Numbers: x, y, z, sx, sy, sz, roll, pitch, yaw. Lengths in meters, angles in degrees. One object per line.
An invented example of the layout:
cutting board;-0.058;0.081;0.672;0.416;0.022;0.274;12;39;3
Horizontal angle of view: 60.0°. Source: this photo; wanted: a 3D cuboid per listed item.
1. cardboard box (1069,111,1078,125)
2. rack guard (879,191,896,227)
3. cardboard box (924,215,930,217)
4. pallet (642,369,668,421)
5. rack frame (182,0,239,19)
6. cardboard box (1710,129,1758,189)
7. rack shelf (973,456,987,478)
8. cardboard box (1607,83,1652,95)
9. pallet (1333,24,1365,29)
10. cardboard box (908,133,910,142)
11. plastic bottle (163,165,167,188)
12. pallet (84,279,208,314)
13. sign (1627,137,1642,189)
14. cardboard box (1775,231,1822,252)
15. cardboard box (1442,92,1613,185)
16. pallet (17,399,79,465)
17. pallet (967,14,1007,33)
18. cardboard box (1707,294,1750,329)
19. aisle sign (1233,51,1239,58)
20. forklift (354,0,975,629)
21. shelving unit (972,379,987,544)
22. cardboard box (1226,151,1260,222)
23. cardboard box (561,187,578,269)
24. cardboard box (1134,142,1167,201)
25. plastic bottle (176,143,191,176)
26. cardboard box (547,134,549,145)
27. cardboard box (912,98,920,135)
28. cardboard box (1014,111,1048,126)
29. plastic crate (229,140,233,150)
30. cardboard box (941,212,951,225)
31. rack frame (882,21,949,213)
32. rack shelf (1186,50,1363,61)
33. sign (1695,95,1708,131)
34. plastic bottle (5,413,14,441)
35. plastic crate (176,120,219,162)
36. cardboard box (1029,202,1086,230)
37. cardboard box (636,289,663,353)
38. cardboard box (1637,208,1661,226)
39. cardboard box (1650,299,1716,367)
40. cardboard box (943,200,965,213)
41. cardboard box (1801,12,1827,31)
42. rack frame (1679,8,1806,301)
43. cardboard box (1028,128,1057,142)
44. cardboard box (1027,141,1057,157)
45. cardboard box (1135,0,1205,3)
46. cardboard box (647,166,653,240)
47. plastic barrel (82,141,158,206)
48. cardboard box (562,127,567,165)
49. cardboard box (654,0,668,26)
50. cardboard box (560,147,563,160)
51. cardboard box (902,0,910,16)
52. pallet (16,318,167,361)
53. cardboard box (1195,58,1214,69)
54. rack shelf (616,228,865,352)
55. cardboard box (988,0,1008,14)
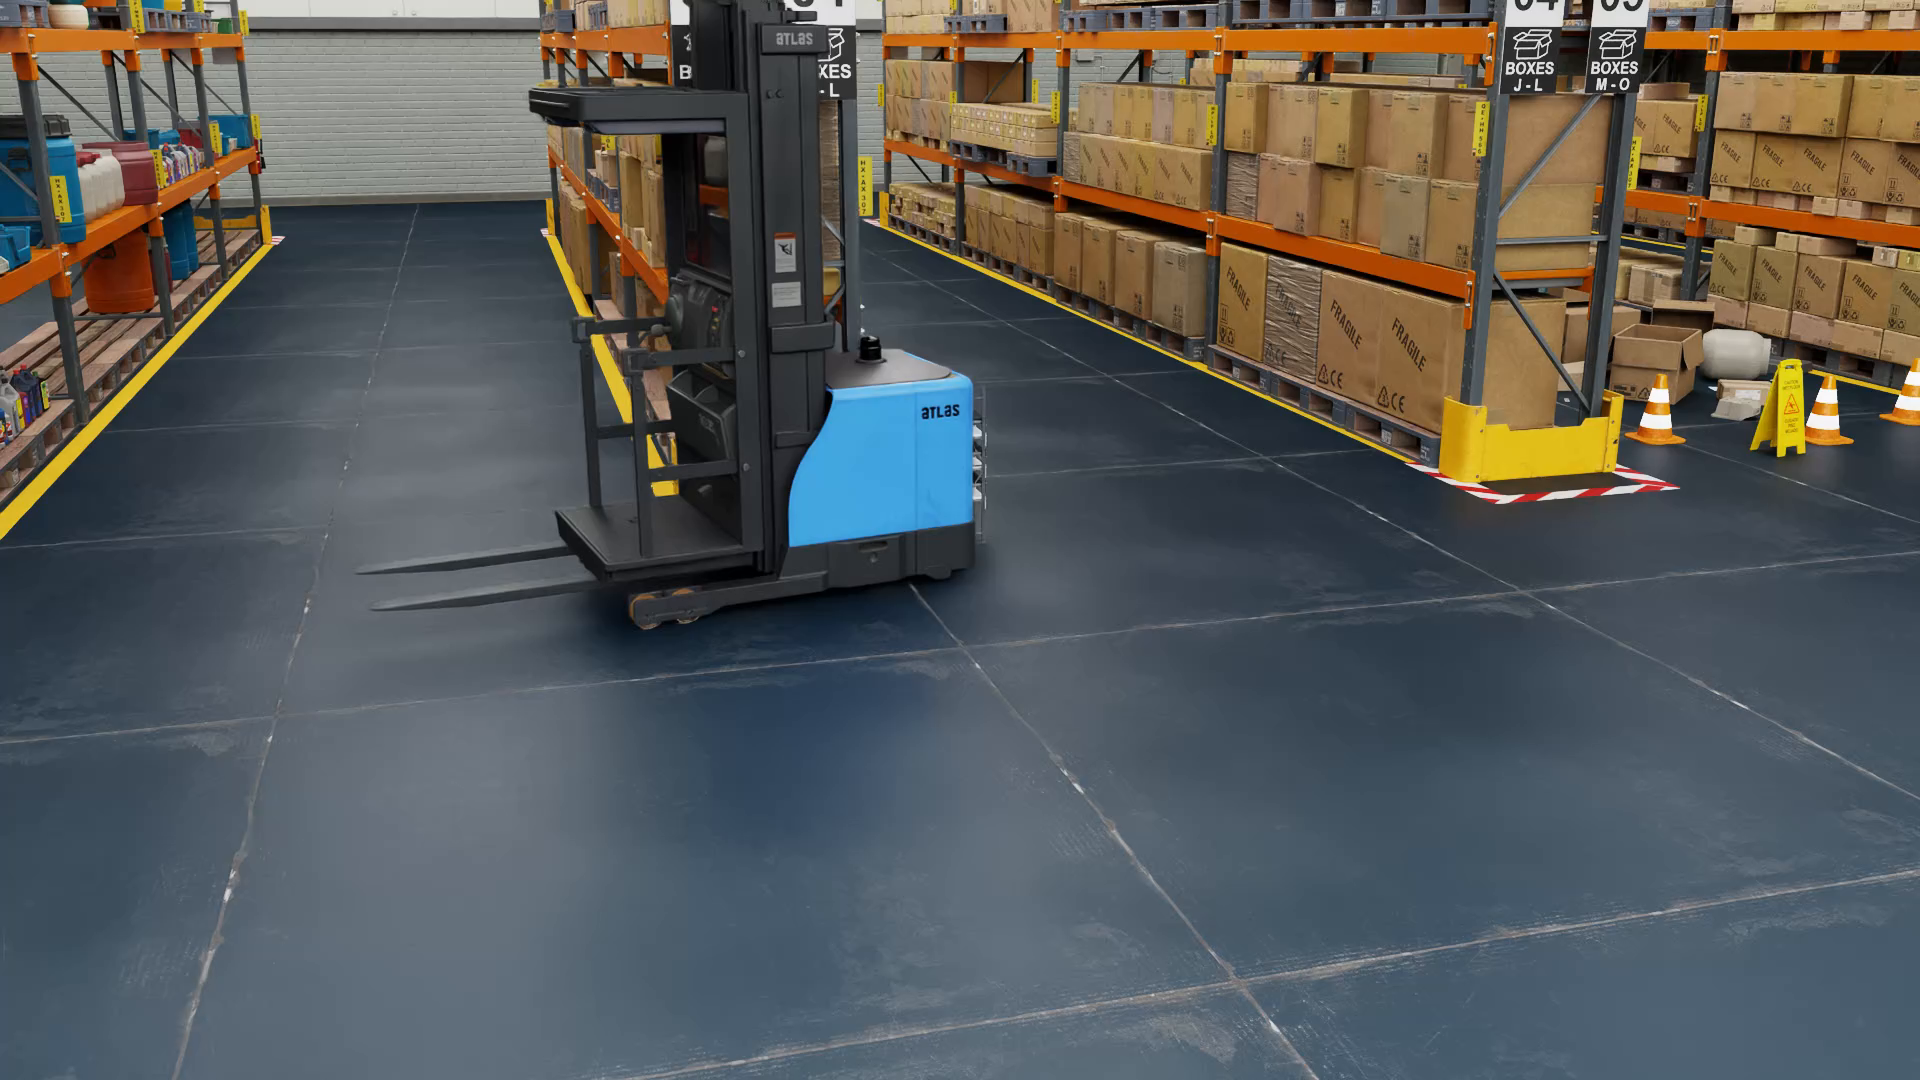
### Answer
cardboard box;1.454;-4.763;18.766;0.380;0.149;0.250;-5;17;-16
rack guard;-0.643;-5.106;25.582;1.175;0.500;0.348;-5;17;-15
cardboard box;-0.292;-4.499;23.441;0.380;0.149;0.250;-4;17;-14
pallet;-1.945;-1.122;12.821;1.003;0.211;1.213;-5;17;-15
rack frame;-10.223;-8.442;21.913;1.000;3.000;0.127;-5;17;-15
cardboard box;7.218;-3.471;15.102;0.500;0.500;0.500;-5;17;-15
rack shelf;-0.002;-0.401;9.340;0.258;0.077;0.200;-5;17;-15
cardboard box;6.721;-4.500;16.670;0.380;0.149;0.250;-5;18;-18
pallet;5.466;-6.732;21.769;0.805;0.209;1.217;-5;18;-17
cardboard box;-0.555;-5.882;24.255;0.380;0.149;0.250;-4;17;-13
plastic bottle;-8.016;-3.677;16.683;0.061;0.283;0.133;-5;17;-15
pallet;-8.613;-2.572;17.647;1.003;0.211;1.213;-5;17;-15
sign;4.268;-2.393;10.563;0.100;0.325;0.005;-5;17;-15
cardboard box;7.388;-2.612;14.554;0.380;0.149;0.250;-4;17;-13
cardboard box;3.668;-2.593;10.733;0.875;0.550;0.550;-5;17;-15
pallet;-6.781;-0.725;11.497;1.003;0.211;1.213;-5;17;-15
pallet;0.790;-6.099;19.653;1.213;0.211;1.003;-5;17;-15
cardboard box;7.268;-2.124;15.358;0.500;0.250;0.500;-6;18;-18
aisle sign;4.346;-8.033;26.462;0.394;0.787;0.004;-5;17;-15
forklift;-1.475;-1.146;8.173;3.031;2.935;1.130;-8;18;-25
shelving unit;-0.002;-0.433;9.330;0.258;0.900;0.210;-5;17;-15
cardboard box;2.747;-2.976;13.884;0.875;0.550;0.550;-5;17;-15
cardboard box;-3.920;-3.615;19.235;1.225;0.875;0.875;-5;18;-17
cardboard box;1.955;-3.456;15.568;0.500;0.500;0.500;-5;17;-15
plastic bottle;-8.506;-4.159;18.169;0.144;0.351;0.185;-5;17;-15
cardboard box;-5.681;-5.715;23.702;0.380;0.149;0.250;-4;17;-15
cardboard box;-0.366;-5.946;23.340;0.500;0.500;0.500;-5;17;-17
cardboard box;0.820;-4.719;18.619;0.380;0.149;0.250;-4;17;-14
plastic crate;-9.759;-5.178;21.831;0.396;0.136;0.243;-5;17;-15
cardboard box;-0.043;-4.332;22.368;0.380;0.149;0.250;-6;18;-18
rack frame;-0.664;-6.324;25.292;1.000;3.000;0.127;-5;17;-15
rack shelf;4.617;-7.282;24.518;1.077;0.370;4.000;-5;17;-15
sign;6.833;-3.934;15.322;0.100;0.325;0.005;-5;17;-15
plastic bottle;-6.230;-0.746;10.821;0.097;0.201;0.097;0;17;0
plastic crate;-9.128;-4.788;19.963;0.402;0.464;0.583;-5;17;-15
cardboard box;1.094;-3.643;18.677;0.500;0.250;0.500;-5;17;-17
cardboard box;-2.311;-1.826;13.897;0.700;0.500;0.500;-6;18;-20
cardboard box;10.011;-4.736;23.621;0.500;0.500;0.500;-5;17;-16
cardboard box;6.351;-1.824;14.652;0.500;0.500;0.500;7;18;23
cardboard box;-0.021;-4.484;22.357;0.380;0.149;0.250;-4;17;-15
cardboard box;7.438;-4.426;14.195;0.380;0.149;0.250;-4;17;-14
rack frame;7.365;-3.424;15.638;1.000;3.000;0.127;-5;17;-15
cardboard box;0.961;-4.435;18.193;0.380;0.149;0.250;-4;17;-14
cardboard box;0.957;-4.292;18.234;0.380;0.149;0.250;-4;17;-14
cardboard box;1.940;-5.115;15.304;0.500;0.311;0.500;-5;18;-17
cardboard box;-1.537;-2.150;10.703;0.875;0.500;0.500;-5;17;-15
plastic barrel;-7.606;-3.316;15.042;0.600;0.536;0.708;-5;17;-15
cardboard box;-4.476;-4.754;19.892;0.500;0.500;0.500;-5;17;-15
cardboard box;-1.441;-3.012;9.313;0.500;0.250;0.500;-4;17;-14
cardboard box;-4.760;-4.792;20.627;0.380;0.149;0.250;-5;17;-15
cardboard box;-0.522;-7.501;23.389;0.500;0.250;0.500;-4;17;-15
pallet;-7.849;-1.803;15.087;1.003;0.211;1.213;-5;17;-15
cardboard box;3.899;-7.461;26.036;0.380;0.149;0.250;-4;17;-14
rack shelf;-1.613;-1.743;11.291;1.077;0.370;4.000;-5;17;-15
cardboard box;0.733;-6.467;19.645;0.797;0.503;0.637;-5;17;-16
